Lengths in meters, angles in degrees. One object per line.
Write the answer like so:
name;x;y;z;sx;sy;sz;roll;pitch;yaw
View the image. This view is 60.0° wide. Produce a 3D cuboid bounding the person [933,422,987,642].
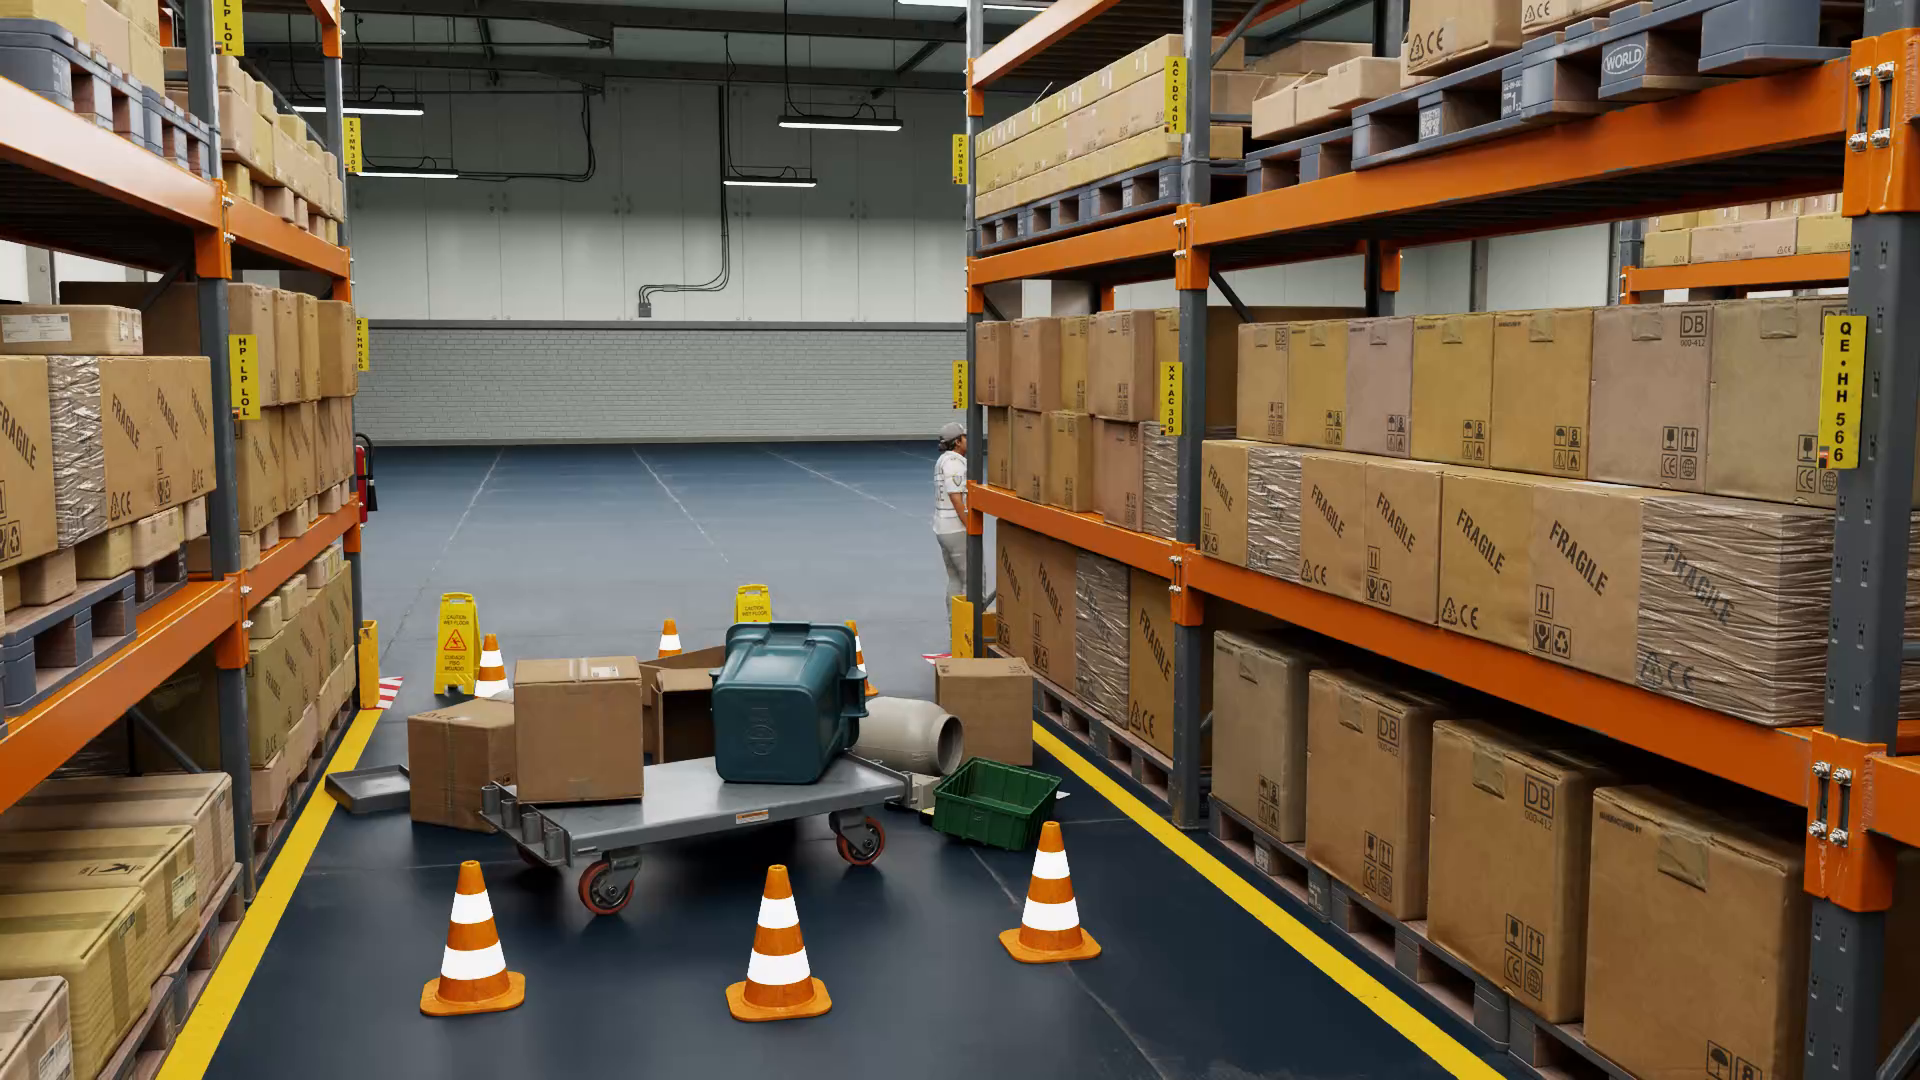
person;0.077;-0.046;12.494;0.525;1.670;0.599;-1;6;-12
